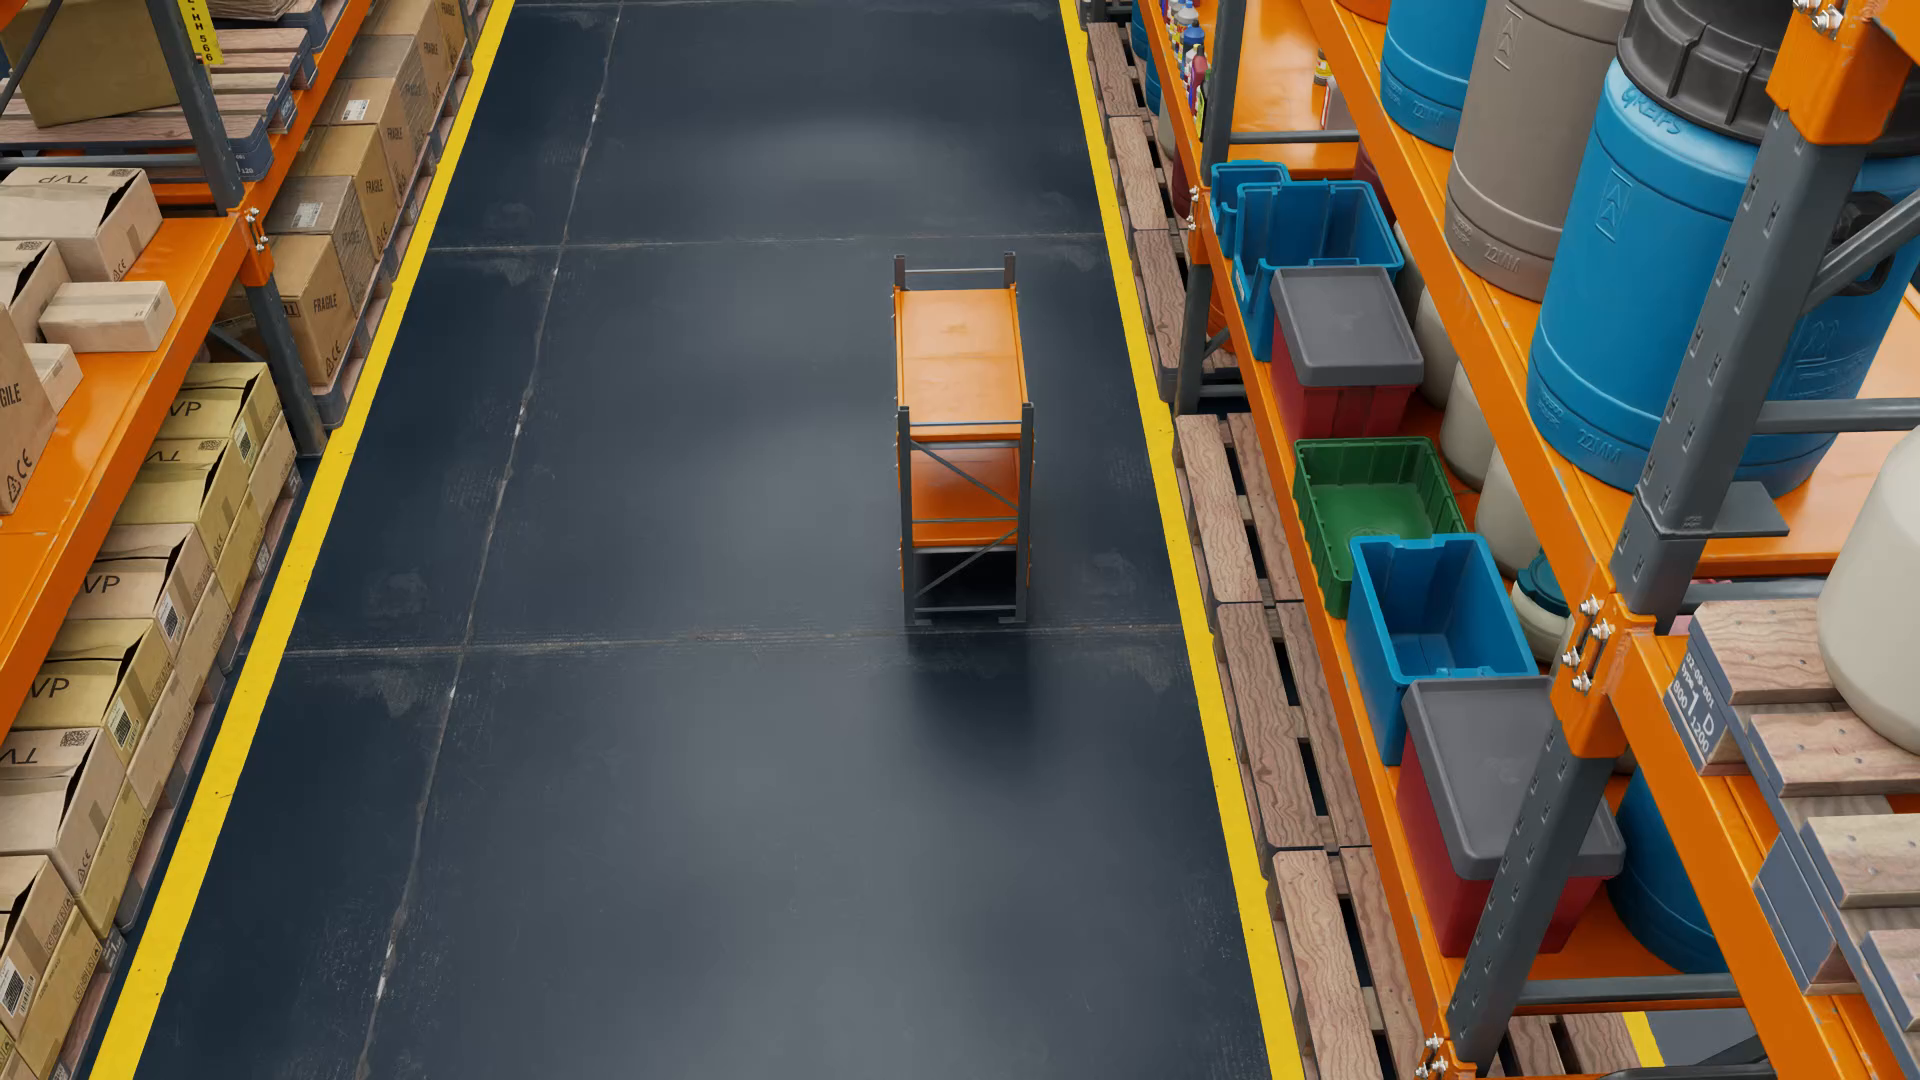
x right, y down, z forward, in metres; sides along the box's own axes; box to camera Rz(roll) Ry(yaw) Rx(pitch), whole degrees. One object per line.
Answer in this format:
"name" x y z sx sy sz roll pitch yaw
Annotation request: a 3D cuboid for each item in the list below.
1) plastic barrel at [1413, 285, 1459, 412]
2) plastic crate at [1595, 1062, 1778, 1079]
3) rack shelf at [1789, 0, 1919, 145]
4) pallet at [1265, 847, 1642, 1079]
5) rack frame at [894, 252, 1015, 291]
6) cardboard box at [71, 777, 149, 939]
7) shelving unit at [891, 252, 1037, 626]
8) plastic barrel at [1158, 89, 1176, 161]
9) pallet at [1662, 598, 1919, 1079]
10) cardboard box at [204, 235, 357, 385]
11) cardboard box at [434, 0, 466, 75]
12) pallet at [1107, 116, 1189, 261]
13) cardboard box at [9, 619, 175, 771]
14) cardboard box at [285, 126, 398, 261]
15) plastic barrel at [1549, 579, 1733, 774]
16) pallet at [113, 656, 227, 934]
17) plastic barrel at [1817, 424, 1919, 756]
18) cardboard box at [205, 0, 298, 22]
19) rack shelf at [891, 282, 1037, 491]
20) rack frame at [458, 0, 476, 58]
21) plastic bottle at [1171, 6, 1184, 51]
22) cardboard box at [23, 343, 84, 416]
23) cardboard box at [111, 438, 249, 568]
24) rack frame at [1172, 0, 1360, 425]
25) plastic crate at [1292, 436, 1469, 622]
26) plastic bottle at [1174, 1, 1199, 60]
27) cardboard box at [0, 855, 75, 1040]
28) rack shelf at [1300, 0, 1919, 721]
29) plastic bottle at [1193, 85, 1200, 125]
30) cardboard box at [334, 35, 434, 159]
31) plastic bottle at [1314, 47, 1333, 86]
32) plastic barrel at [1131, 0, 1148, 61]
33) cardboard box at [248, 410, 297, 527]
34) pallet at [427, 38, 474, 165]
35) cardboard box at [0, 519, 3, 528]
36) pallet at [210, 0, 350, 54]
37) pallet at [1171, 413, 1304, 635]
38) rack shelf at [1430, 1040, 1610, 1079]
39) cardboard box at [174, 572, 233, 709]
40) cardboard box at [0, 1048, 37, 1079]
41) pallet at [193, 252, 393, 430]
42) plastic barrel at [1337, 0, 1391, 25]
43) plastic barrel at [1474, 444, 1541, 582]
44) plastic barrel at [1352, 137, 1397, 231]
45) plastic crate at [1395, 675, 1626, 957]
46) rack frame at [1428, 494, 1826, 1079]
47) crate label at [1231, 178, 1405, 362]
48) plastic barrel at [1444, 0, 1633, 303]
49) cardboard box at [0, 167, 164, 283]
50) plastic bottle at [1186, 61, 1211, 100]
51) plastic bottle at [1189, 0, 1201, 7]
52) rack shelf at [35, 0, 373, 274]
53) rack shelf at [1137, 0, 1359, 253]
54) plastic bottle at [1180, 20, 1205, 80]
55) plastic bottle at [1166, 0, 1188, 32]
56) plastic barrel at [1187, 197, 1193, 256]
"plastic barrel" 1.782 -0.720 5.732 0.421 0.512 0.421 0 43 0
"plastic crate" 1.572 1.429 3.517 0.767 0.338 0.504 -2 43 -2
"rack shelf" 1.762 0.601 0.764 1.077 0.370 4.000 -2 43 -2
"pallet" 1.605 1.548 5.405 1.003 0.211 1.213 -2 43 -2
"rack frame" -0.022 -0.762 7.249 0.500 1.125 0.032 -2 43 -2
"cardboard box" -3.087 1.073 5.583 0.500 0.250 0.500 -3 43 -3
"shelving unit" 0.000 -0.419 6.875 0.538 1.125 1.048 -2 43 -2
"plastic barrel" 1.308 -2.360 9.135 0.421 0.512 0.421 0 43 0
"pallet" 1.805 0.497 2.407 1.213 0.211 1.003 -2 43 -2
"cardboard box" -3.176 -1.068 7.719 0.500 0.500 0.500 0 43 0
"cardboard box" -3.304 -3.128 9.967 0.500 0.500 0.500 -2 43 -2
"pallet" 1.383 -1.976 9.249 1.003 0.211 1.213 -2 43 -2
"cardboard box" -3.107 0.517 5.775 0.500 0.311 0.500 -1 43 -1
"cardboard box" -3.220 -1.760 8.474 0.500 0.500 0.500 -2 43 -2
"plastic barrel" 1.856 0.347 4.551 0.433 0.535 0.433 0 43 0
"pallet" -3.397 0.895 6.117 1.003 0.211 1.213 -2 43 -2
"plastic barrel" 1.499 0.044 2.369 0.421 0.512 0.421 0 43 0
"cardboard box" -3.429 -2.748 7.643 0.700 0.500 0.500 6 43 6
"rack shelf" 0.000 -0.635 6.677 0.538 0.278 1.000 -2 43 -2
"rack frame" -3.612 -4.212 9.625 1.000 3.000 0.127 -2 43 -2
"plastic bottle" 1.047 -2.402 7.797 0.097 0.201 0.097 0 43 0
"cardboard box" -3.331 -0.560 5.827 0.380 0.149 0.250 1 43 1
"cardboard box" -3.145 -0.162 6.516 0.500 0.311 0.500 -2 43 -2
"rack frame" 1.507 -1.651 6.831 1.000 3.000 0.127 -2 43 -2
"plastic crate" 1.321 -0.040 5.231 0.450 0.188 0.662 -2 43 -2
"plastic bottle" 1.051 -2.362 7.702 0.097 0.271 0.097 0 43 0
"cardboard box" -3.057 1.217 5.012 0.500 0.311 0.500 -2 43 -2
"rack shelf" 1.592 -1.142 4.588 1.077 0.370 4.000 -2 43 -2
"plastic bottle" 1.077 -1.917 7.269 0.097 0.201 0.097 0 43 0
"cardboard box" -3.271 -2.455 9.233 0.500 0.500 0.500 -1 43 -1
"plastic bottle" 1.668 -2.176 7.551 0.097 0.201 0.097 0 43 0
"plastic barrel" 1.344 -3.365 9.943 0.600 0.901 0.708 -2 43 -2
"cardboard box" -3.176 -0.305 7.086 0.500 0.250 0.500 -1 43 -1
"pallet" -3.539 -2.636 9.970 1.003 0.211 1.213 -2 43 -2
"cardboard box" -3.332 -0.061 5.022 0.500 0.500 0.500 -2 43 -2
"pallet" -3.529 -2.754 8.176 1.003 0.211 1.213 -2 43 -2
"pallet" 1.501 -0.099 7.202 1.003 0.211 1.213 -2 43 -2
"rack shelf" 1.762 2.665 2.656 1.077 0.370 4.000 -2 43 -2
"cardboard box" -3.132 0.383 6.336 0.500 0.250 0.500 -1 43 -1
"cardboard box" -3.041 1.768 4.825 0.500 0.250 0.500 -3 43 -3
"pallet" -3.436 -0.989 8.172 1.003 0.211 1.213 -2 43 -2
"plastic barrel" 1.353 -1.913 4.579 0.600 0.830 0.708 -2 43 -2
"plastic barrel" 1.825 -0.148 5.091 0.433 0.535 0.433 0 43 0
"plastic barrel" 1.830 -1.397 6.453 0.600 0.536 0.708 -2 43 -2
"plastic crate" 1.351 0.708 4.211 0.402 0.464 0.583 -2 43 -2
"rack frame" 1.677 1.049 3.885 1.000 3.000 0.127 -2 43 -2
"crate label" 1.279 -0.986 6.079 0.502 0.435 0.616 -2 43 -2
"plastic barrel" 1.411 -1.020 3.552 0.600 0.901 0.600 0 43 0
"cardboard box" -3.470 -1.232 6.440 0.500 0.311 0.500 1 43 1
"plastic bottle" 1.067 -2.073 7.439 0.097 0.201 0.097 0 43 0
"plastic bottle" 1.152 -2.770 8.138 0.061 0.283 0.133 -2 43 -2
"rack shelf" -3.527 -2.597 8.395 1.077 0.370 4.000 -2 43 -2
"rack shelf" 1.422 -2.736 8.548 1.077 0.370 4.000 -2 43 -2
"plastic bottle" 1.059 -2.230 7.558 0.097 0.271 0.097 0 43 0
"plastic bottle" 1.039 -2.533 7.941 0.097 0.201 0.097 0 43 0
"plastic barrel" 1.356 -1.597 8.303 0.421 0.512 0.421 0 43 0
